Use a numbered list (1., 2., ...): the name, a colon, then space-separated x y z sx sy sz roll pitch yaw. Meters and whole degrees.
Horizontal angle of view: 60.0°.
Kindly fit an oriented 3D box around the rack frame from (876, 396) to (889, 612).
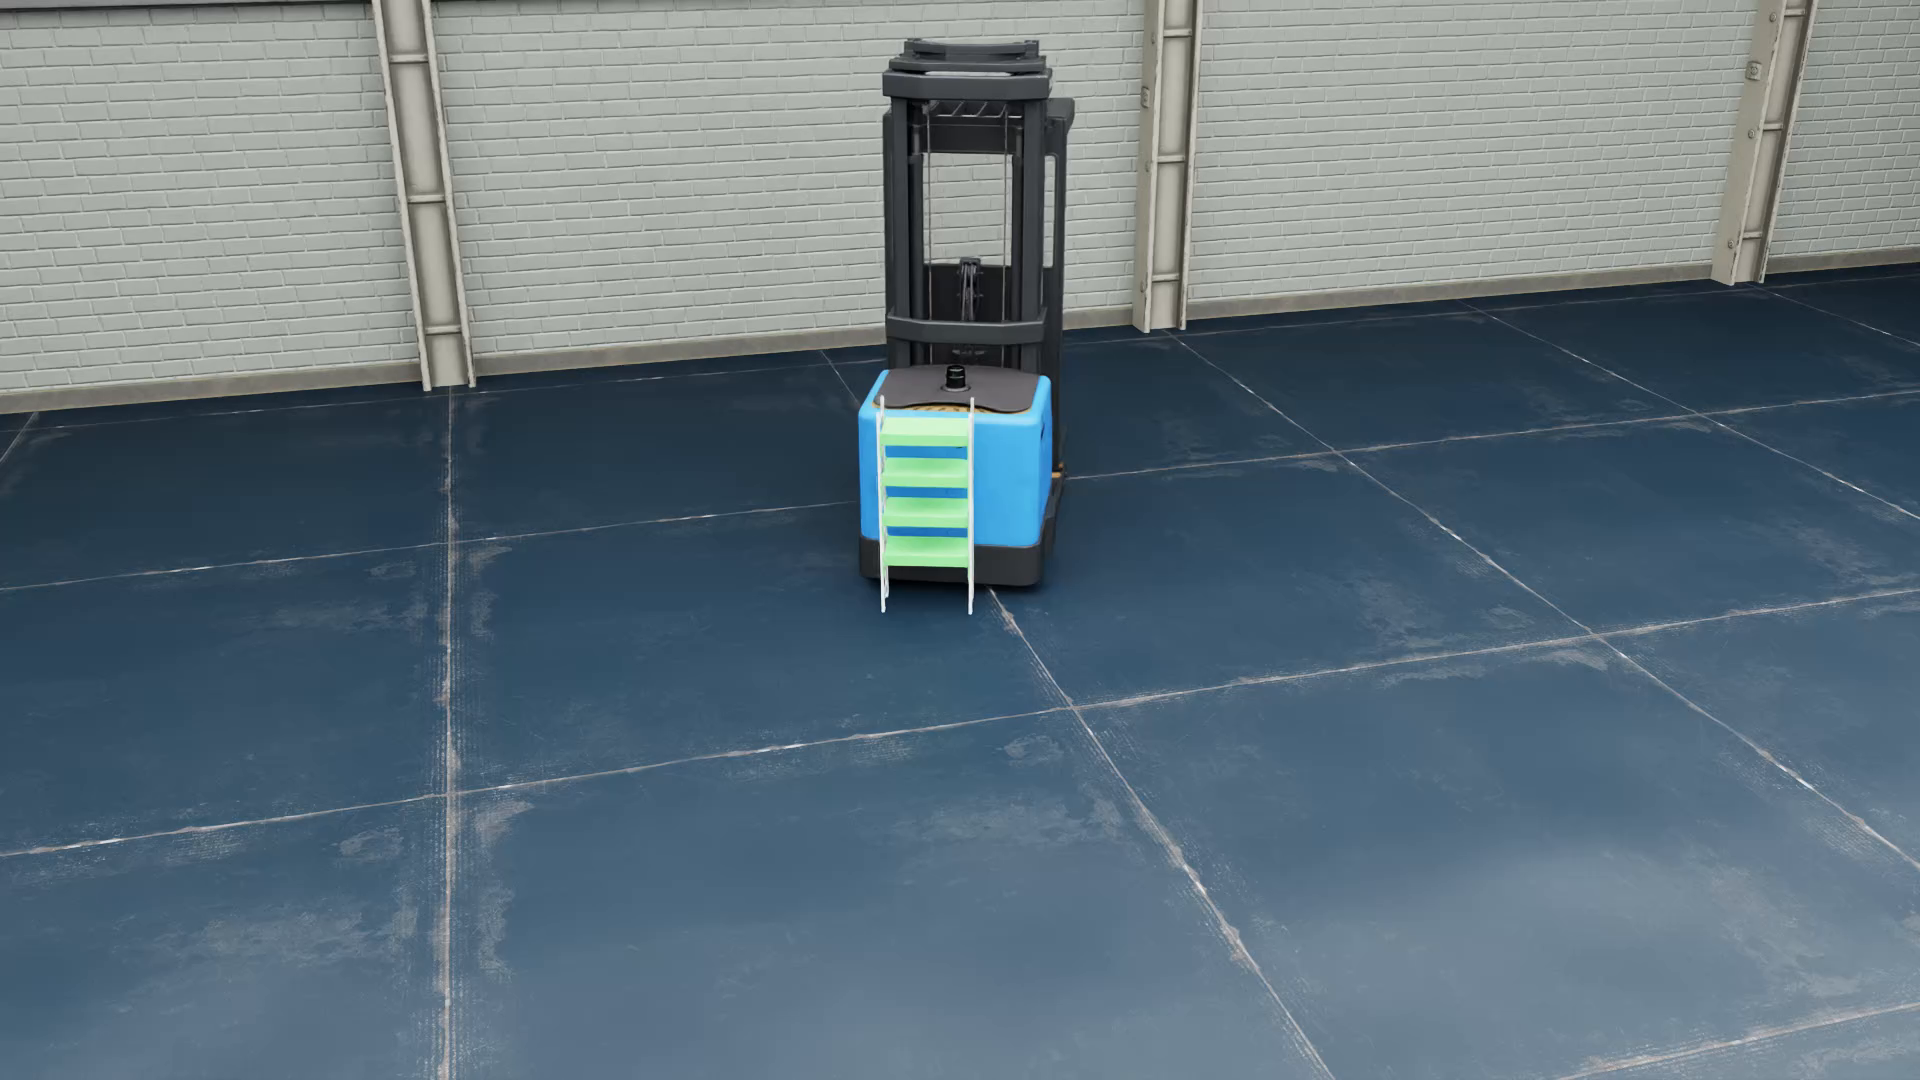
1. rack frame: -0.425 -0.186 9.144 0.015 1.200 0.240 1 27 3

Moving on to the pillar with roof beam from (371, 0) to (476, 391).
1. pillar with roof beam: -2.868 -3.742 7.559 0.400 9.000 9.100 -6 24 -14

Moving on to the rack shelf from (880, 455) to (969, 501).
1. rack shelf: -0.182 -0.338 9.052 0.480 0.148 0.258 1 27 3

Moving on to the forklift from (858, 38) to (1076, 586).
1. forklift: 0.120 -1.632 10.337 1.130 2.935 3.031 3 23 7

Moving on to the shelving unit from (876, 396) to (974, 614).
1. shelving unit: -0.182 -0.181 9.131 0.503 1.200 0.258 1 27 3

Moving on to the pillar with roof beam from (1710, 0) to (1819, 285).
1. pillar with roof beam: 8.686 -5.020 10.538 0.400 9.000 9.100 -6 24 -14

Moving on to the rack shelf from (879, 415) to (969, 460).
1. rack shelf: -0.183 -0.553 8.945 0.480 0.148 0.258 1 27 3

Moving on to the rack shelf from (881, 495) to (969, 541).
1. rack shelf: -0.181 -0.123 9.159 0.480 0.148 0.258 1 27 3

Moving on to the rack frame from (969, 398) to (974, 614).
1. rack frame: 0.062 -0.175 9.118 0.015 1.200 0.240 1 27 3

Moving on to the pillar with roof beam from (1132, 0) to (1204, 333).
1. pillar with roof beam: 2.909 -4.381 9.049 0.400 9.000 9.100 -6 24 -14

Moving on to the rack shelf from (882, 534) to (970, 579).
1. rack shelf: -0.181 0.091 9.267 0.480 0.148 0.258 1 27 3
